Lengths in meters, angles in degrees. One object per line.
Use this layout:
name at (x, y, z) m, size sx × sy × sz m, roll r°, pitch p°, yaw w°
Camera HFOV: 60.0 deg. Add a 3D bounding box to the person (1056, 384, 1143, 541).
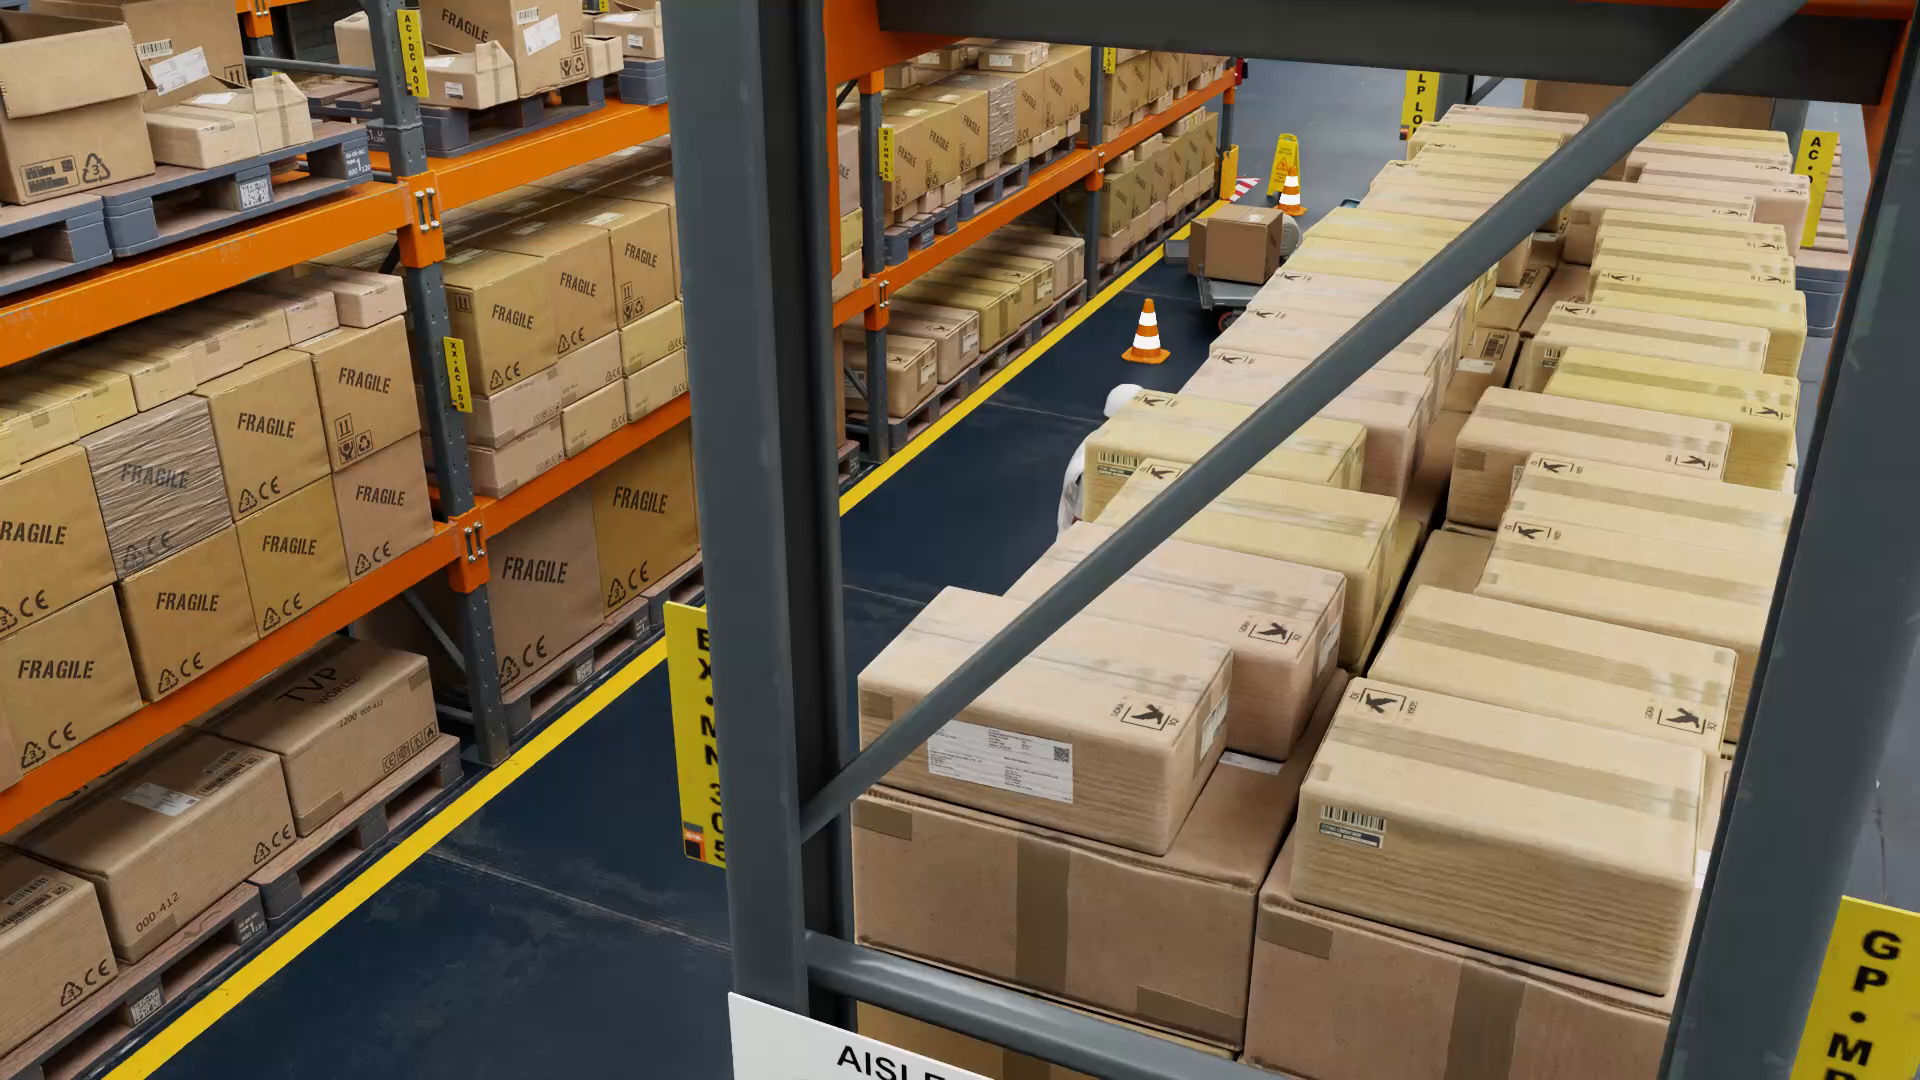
person at (0.694, 0.102, 7.892) m, size 0.452 × 1.772 × 0.616 m, roll 10°, pitch 28°, yaw 20°
